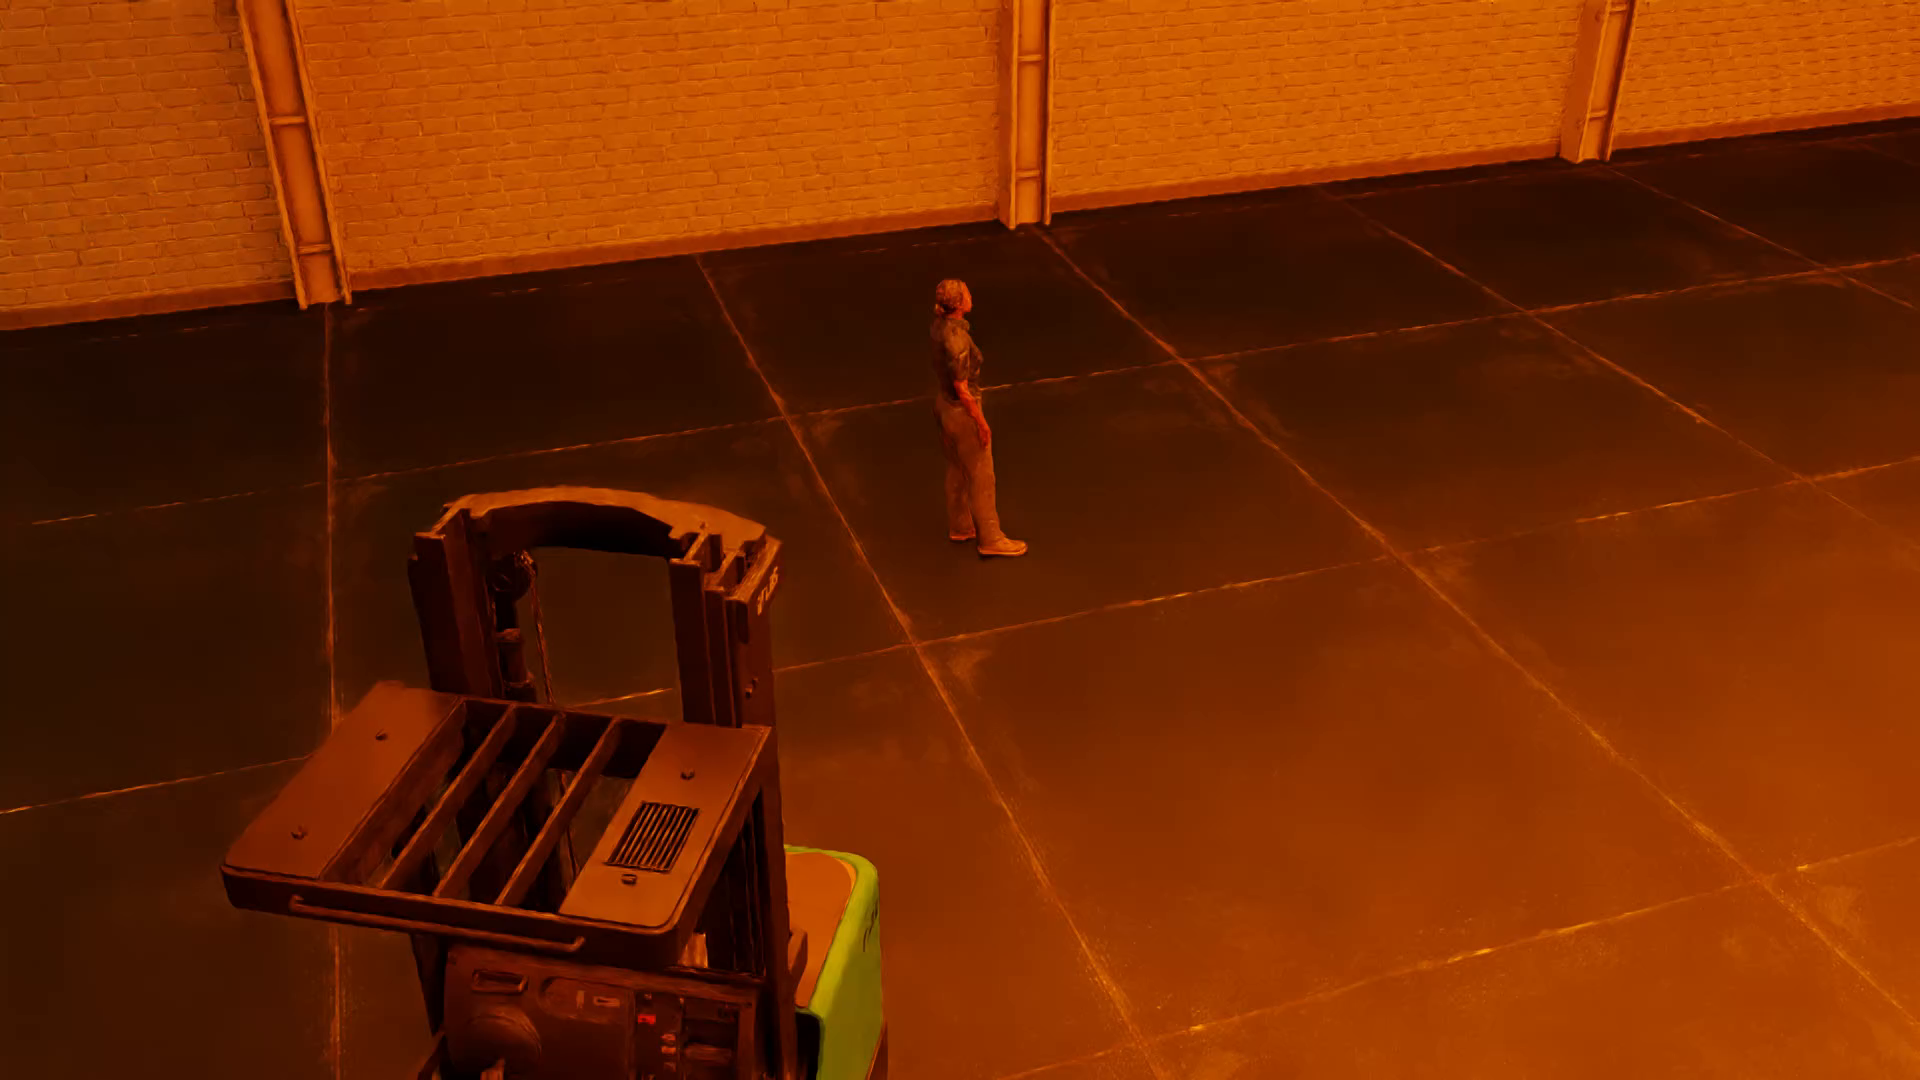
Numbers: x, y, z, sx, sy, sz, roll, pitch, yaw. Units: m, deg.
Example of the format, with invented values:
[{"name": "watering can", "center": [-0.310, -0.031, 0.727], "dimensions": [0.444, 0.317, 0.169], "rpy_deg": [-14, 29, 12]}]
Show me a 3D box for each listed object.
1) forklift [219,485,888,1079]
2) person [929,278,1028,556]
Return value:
[{"name": "forklift", "center": [-1.066, 1.458, 4.552], "dimensions": [1.130, 2.935, 3.031], "rpy_deg": [6, 30, 10]}, {"name": "person", "center": [0.089, -0.722, 9.621], "dimensions": [0.503, 1.641, 0.570], "rpy_deg": [-10, 31, -16]}]
